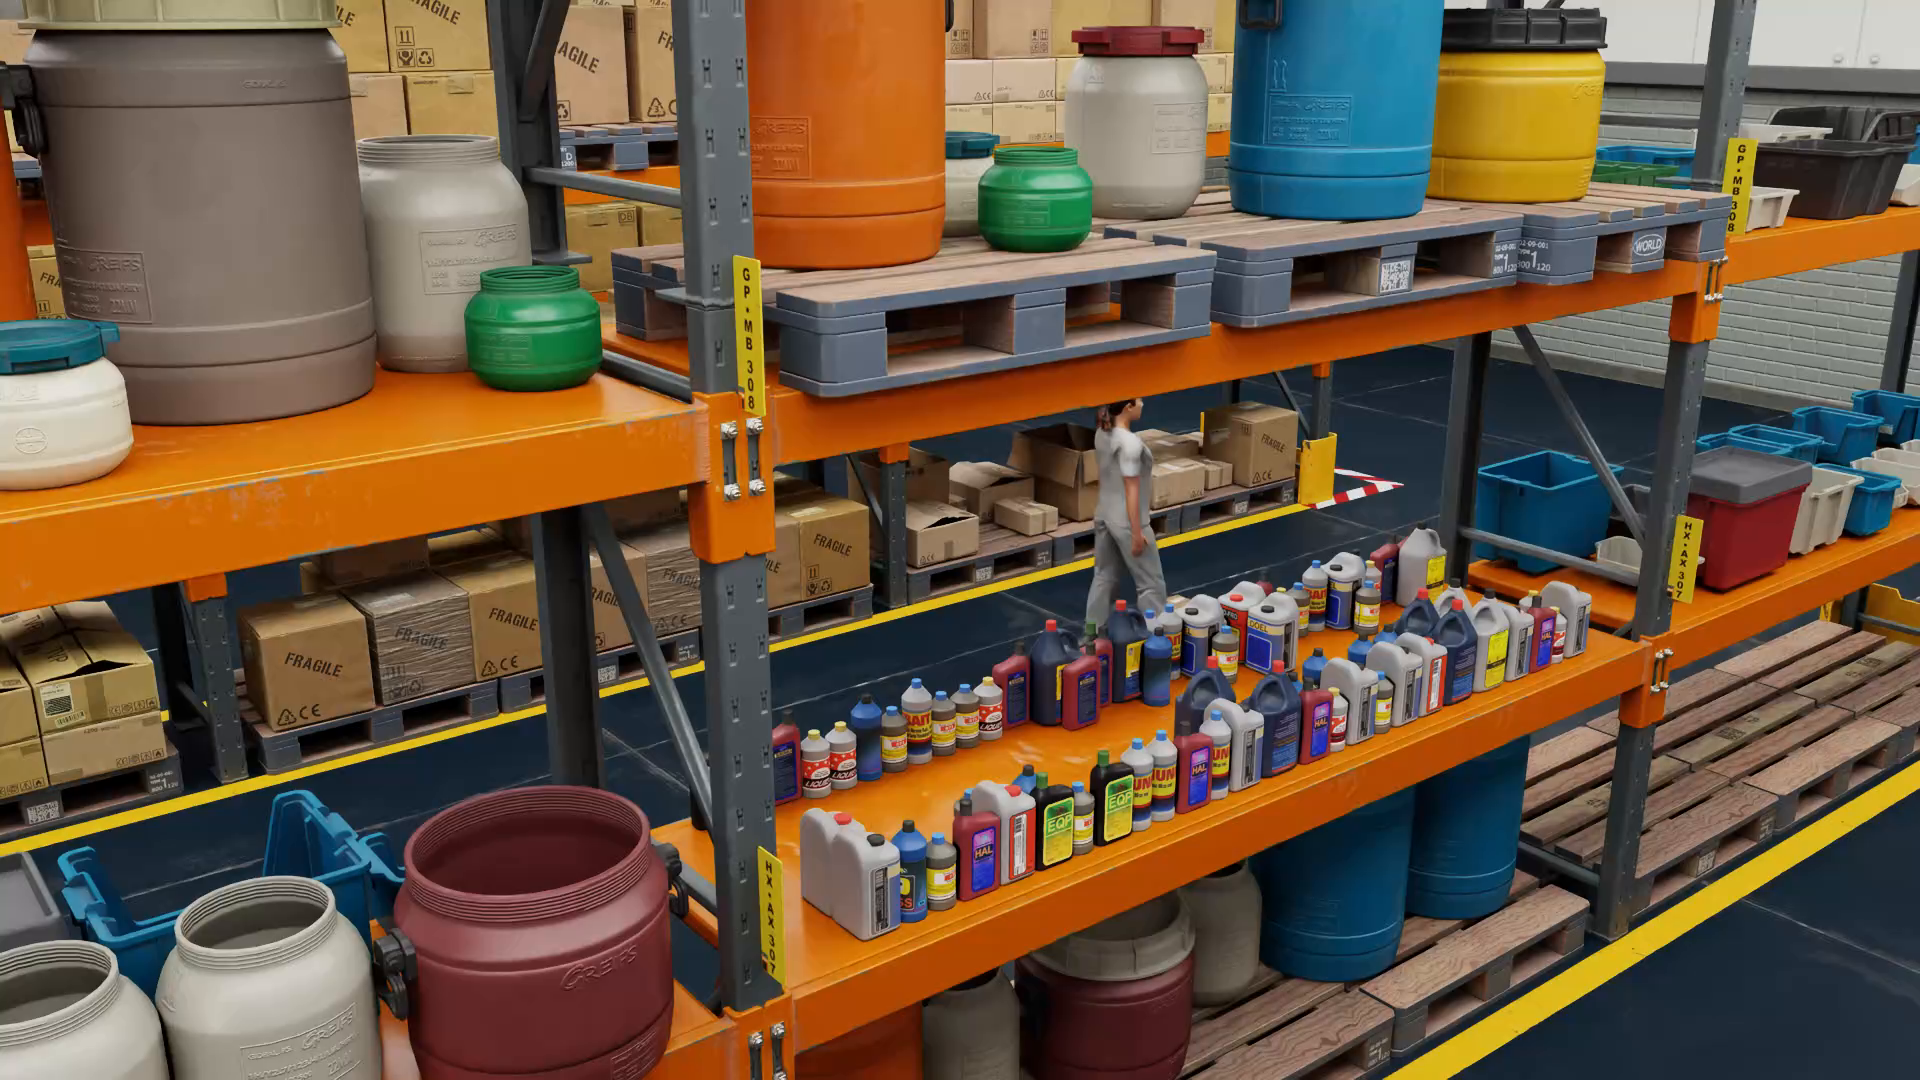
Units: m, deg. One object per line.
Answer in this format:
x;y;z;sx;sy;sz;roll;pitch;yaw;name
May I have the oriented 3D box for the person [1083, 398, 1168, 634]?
1.025;-0.104;9.370;0.624;1.668;0.449;-8;19;-23;person
